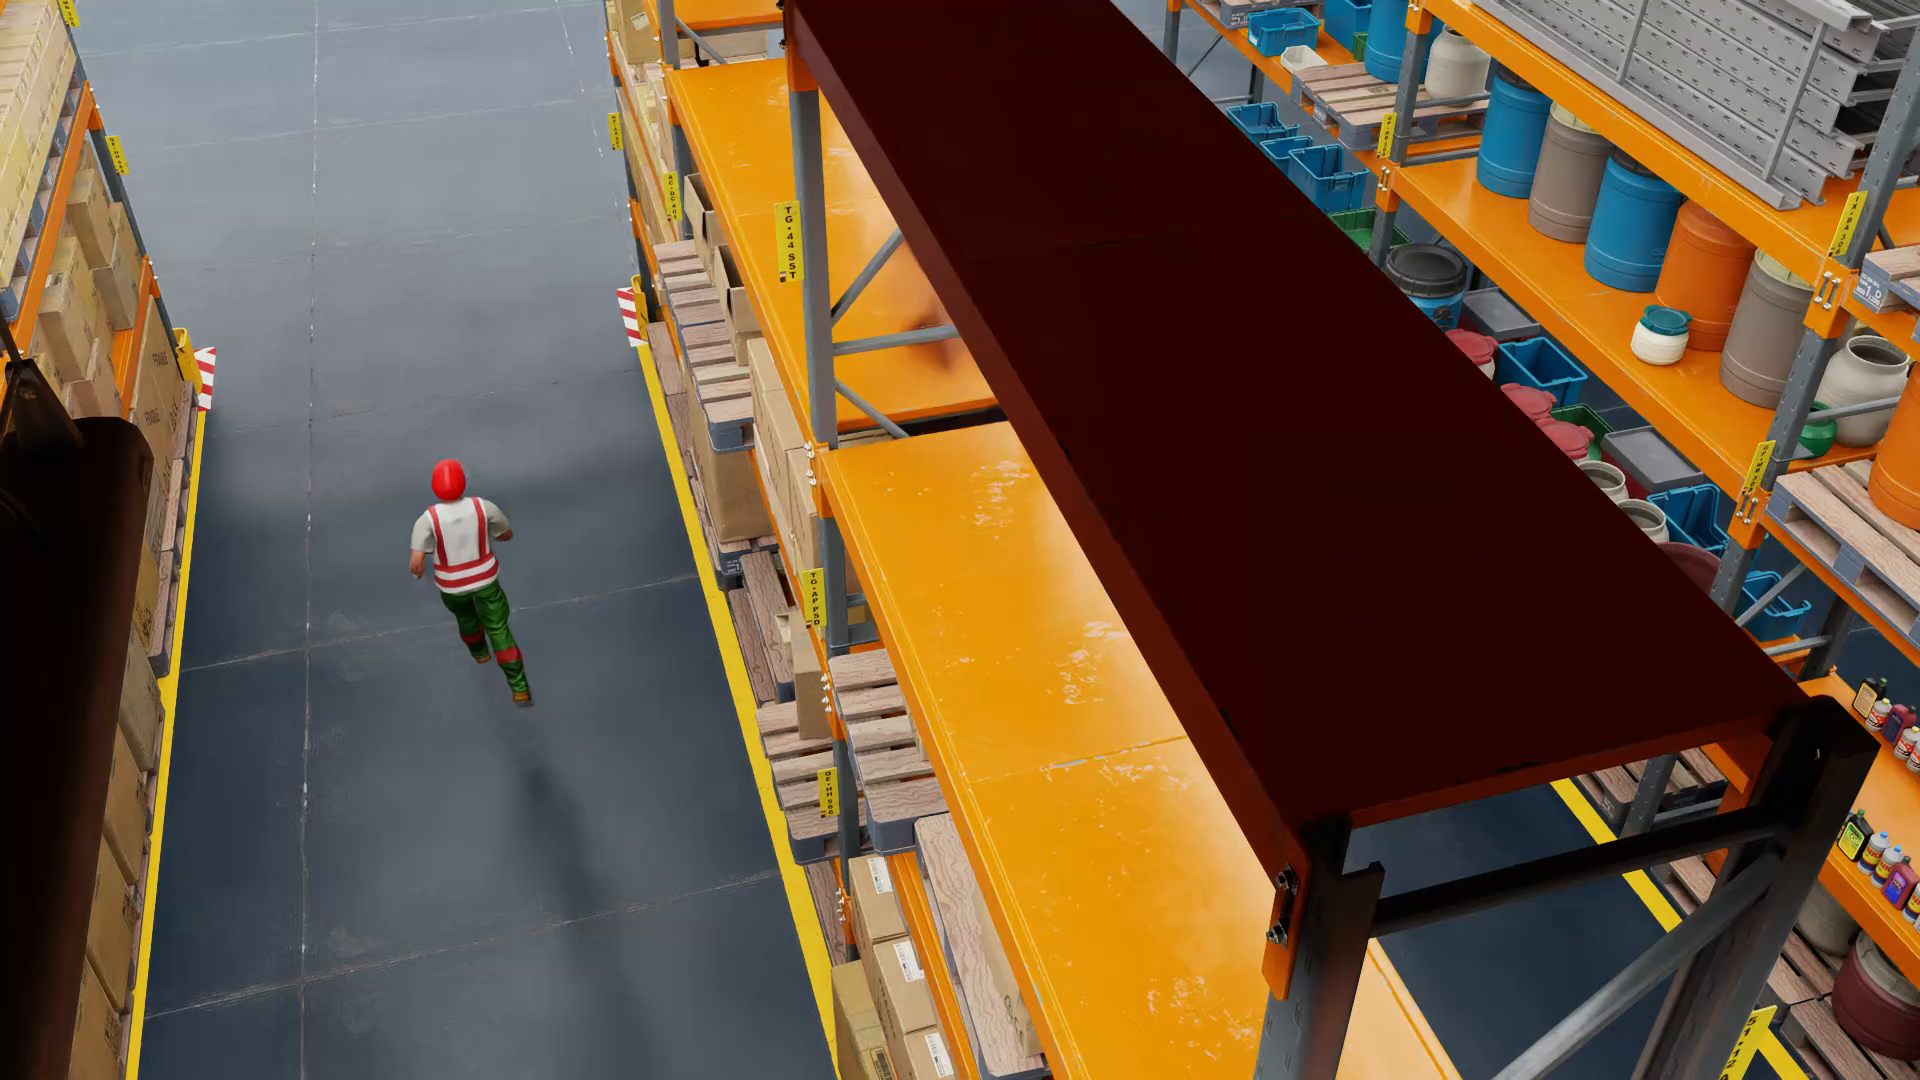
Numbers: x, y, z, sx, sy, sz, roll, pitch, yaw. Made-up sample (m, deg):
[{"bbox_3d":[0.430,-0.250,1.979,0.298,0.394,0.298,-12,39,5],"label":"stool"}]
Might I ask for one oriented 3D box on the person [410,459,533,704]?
[{"bbox_3d":[-3.173,0.283,10.773,0.669,1.793,0.972,-15,41,-18],"label":"person"}]
